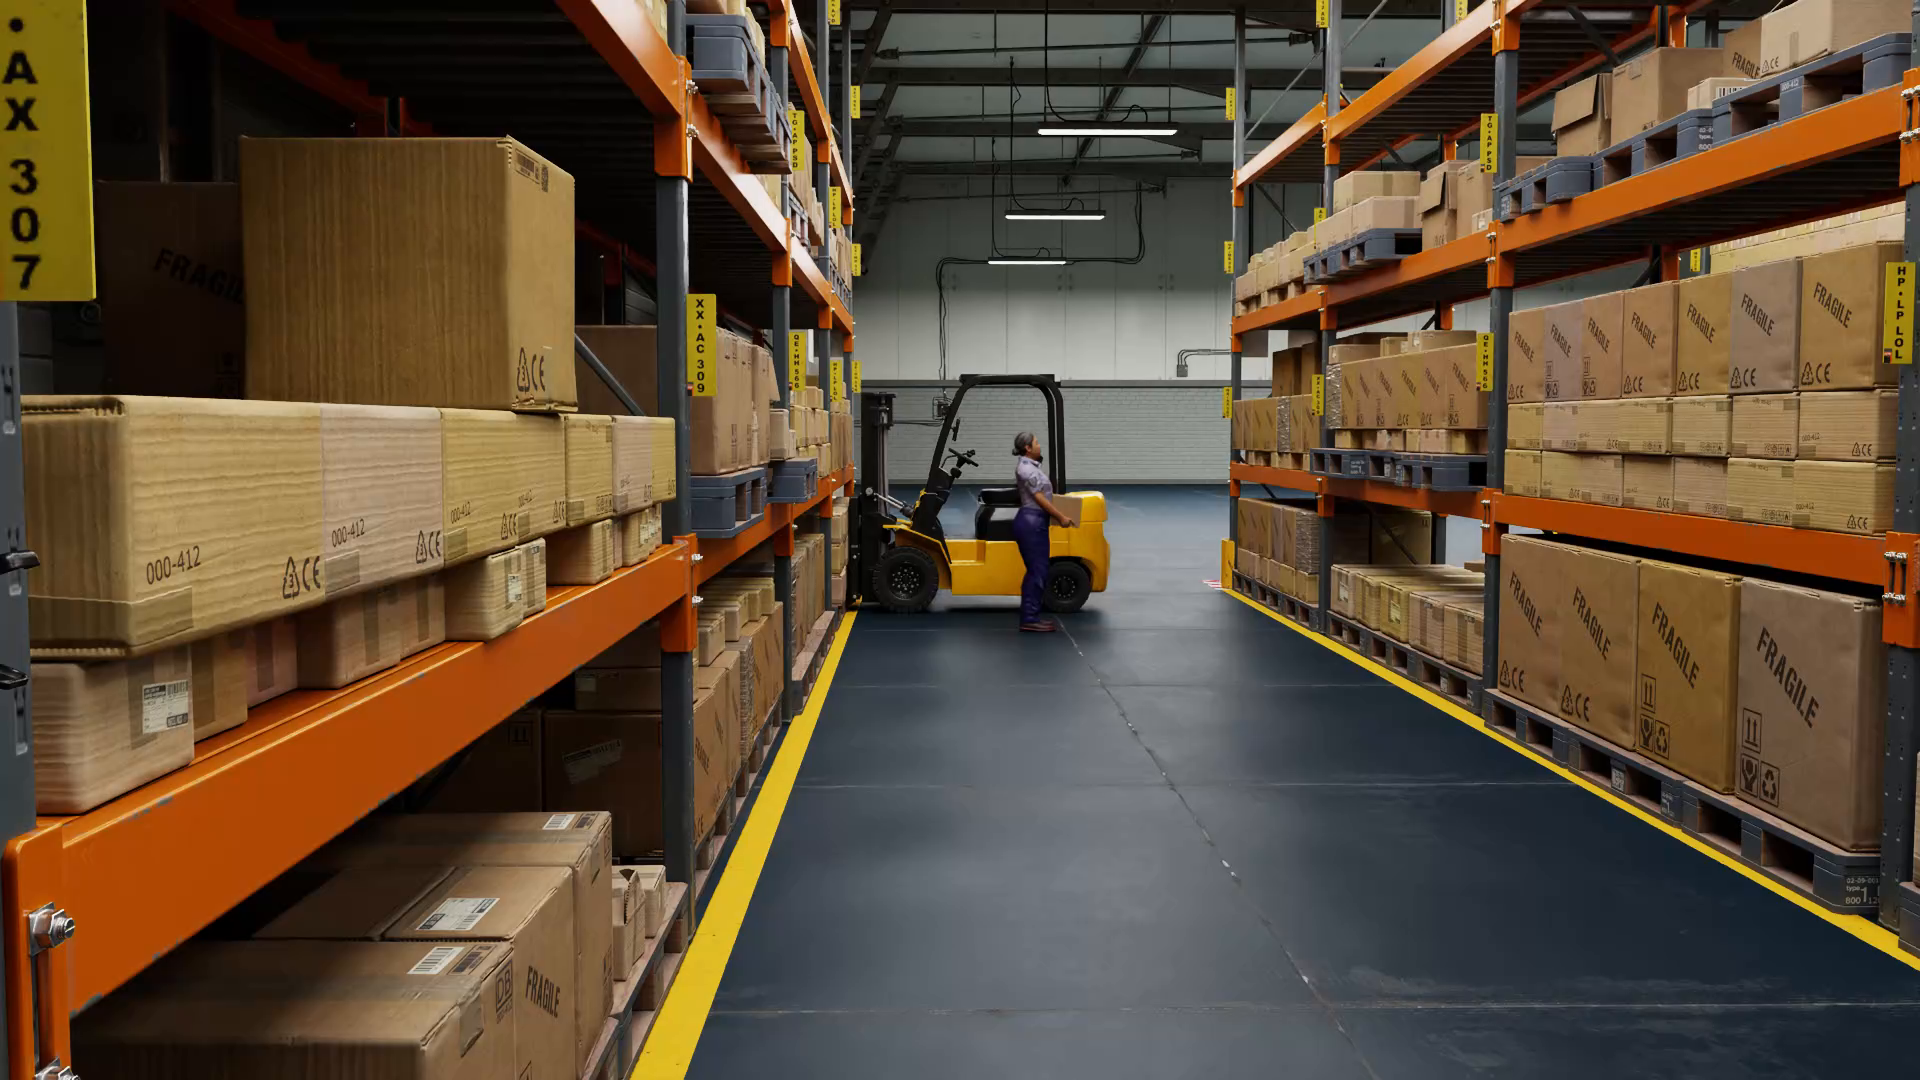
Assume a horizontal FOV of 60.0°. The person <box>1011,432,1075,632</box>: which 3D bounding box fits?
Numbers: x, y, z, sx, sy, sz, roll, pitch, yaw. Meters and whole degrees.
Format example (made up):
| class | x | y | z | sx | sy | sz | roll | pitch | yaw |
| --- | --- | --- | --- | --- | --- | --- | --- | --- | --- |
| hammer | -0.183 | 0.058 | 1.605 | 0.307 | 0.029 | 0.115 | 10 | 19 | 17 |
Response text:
| class | x | y | z | sx | sy | sz | roll | pitch | yaw |
| --- | --- | --- | --- | --- | --- | --- | --- | --- | --- |
| person | 0.683 | -0.075 | 13.761 | 0.514 | 1.638 | 0.454 | 0 | 4 | -2 |
